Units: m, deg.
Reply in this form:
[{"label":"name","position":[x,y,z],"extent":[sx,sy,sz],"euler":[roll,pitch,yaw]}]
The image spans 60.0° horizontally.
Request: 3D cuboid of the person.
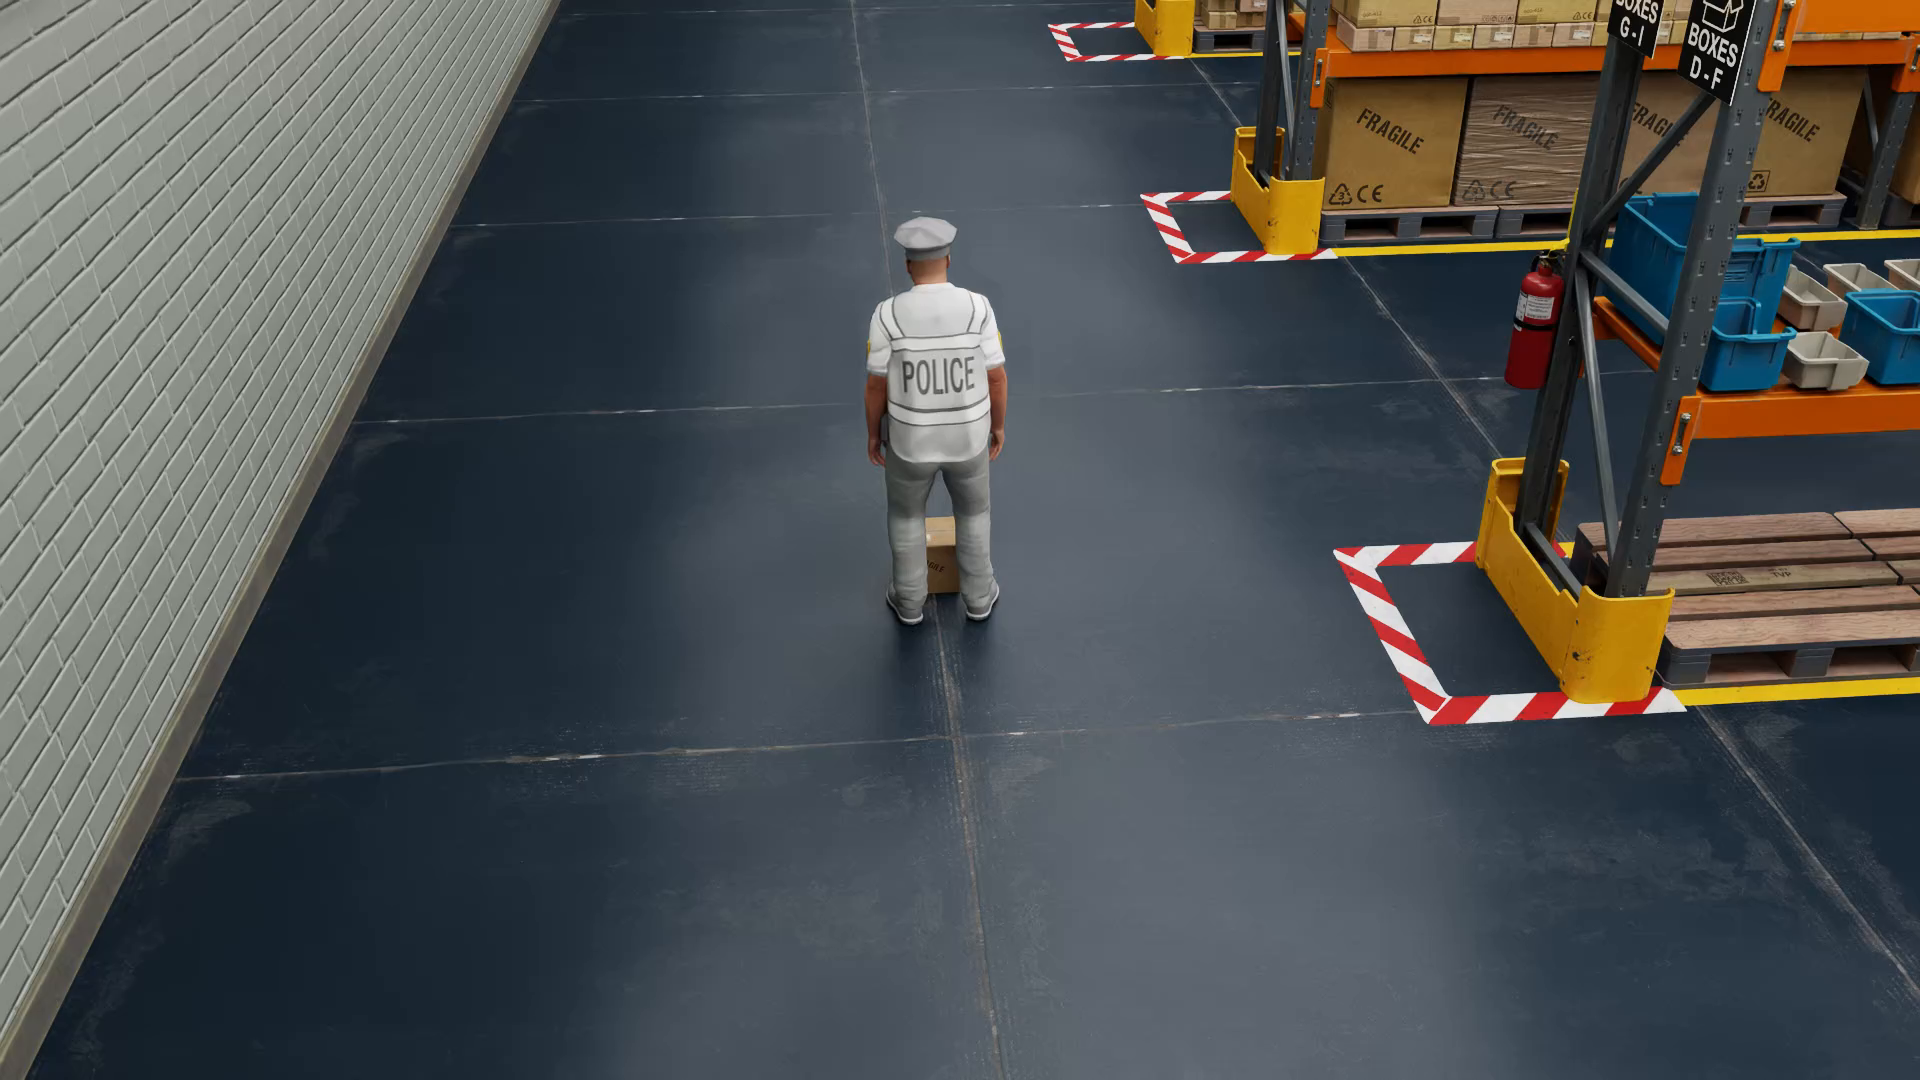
[{"label":"person","position":[-0.098,-0.435,6.852],"extent":[0.587,1.748,0.441],"euler":[-4,31,-7]}]
